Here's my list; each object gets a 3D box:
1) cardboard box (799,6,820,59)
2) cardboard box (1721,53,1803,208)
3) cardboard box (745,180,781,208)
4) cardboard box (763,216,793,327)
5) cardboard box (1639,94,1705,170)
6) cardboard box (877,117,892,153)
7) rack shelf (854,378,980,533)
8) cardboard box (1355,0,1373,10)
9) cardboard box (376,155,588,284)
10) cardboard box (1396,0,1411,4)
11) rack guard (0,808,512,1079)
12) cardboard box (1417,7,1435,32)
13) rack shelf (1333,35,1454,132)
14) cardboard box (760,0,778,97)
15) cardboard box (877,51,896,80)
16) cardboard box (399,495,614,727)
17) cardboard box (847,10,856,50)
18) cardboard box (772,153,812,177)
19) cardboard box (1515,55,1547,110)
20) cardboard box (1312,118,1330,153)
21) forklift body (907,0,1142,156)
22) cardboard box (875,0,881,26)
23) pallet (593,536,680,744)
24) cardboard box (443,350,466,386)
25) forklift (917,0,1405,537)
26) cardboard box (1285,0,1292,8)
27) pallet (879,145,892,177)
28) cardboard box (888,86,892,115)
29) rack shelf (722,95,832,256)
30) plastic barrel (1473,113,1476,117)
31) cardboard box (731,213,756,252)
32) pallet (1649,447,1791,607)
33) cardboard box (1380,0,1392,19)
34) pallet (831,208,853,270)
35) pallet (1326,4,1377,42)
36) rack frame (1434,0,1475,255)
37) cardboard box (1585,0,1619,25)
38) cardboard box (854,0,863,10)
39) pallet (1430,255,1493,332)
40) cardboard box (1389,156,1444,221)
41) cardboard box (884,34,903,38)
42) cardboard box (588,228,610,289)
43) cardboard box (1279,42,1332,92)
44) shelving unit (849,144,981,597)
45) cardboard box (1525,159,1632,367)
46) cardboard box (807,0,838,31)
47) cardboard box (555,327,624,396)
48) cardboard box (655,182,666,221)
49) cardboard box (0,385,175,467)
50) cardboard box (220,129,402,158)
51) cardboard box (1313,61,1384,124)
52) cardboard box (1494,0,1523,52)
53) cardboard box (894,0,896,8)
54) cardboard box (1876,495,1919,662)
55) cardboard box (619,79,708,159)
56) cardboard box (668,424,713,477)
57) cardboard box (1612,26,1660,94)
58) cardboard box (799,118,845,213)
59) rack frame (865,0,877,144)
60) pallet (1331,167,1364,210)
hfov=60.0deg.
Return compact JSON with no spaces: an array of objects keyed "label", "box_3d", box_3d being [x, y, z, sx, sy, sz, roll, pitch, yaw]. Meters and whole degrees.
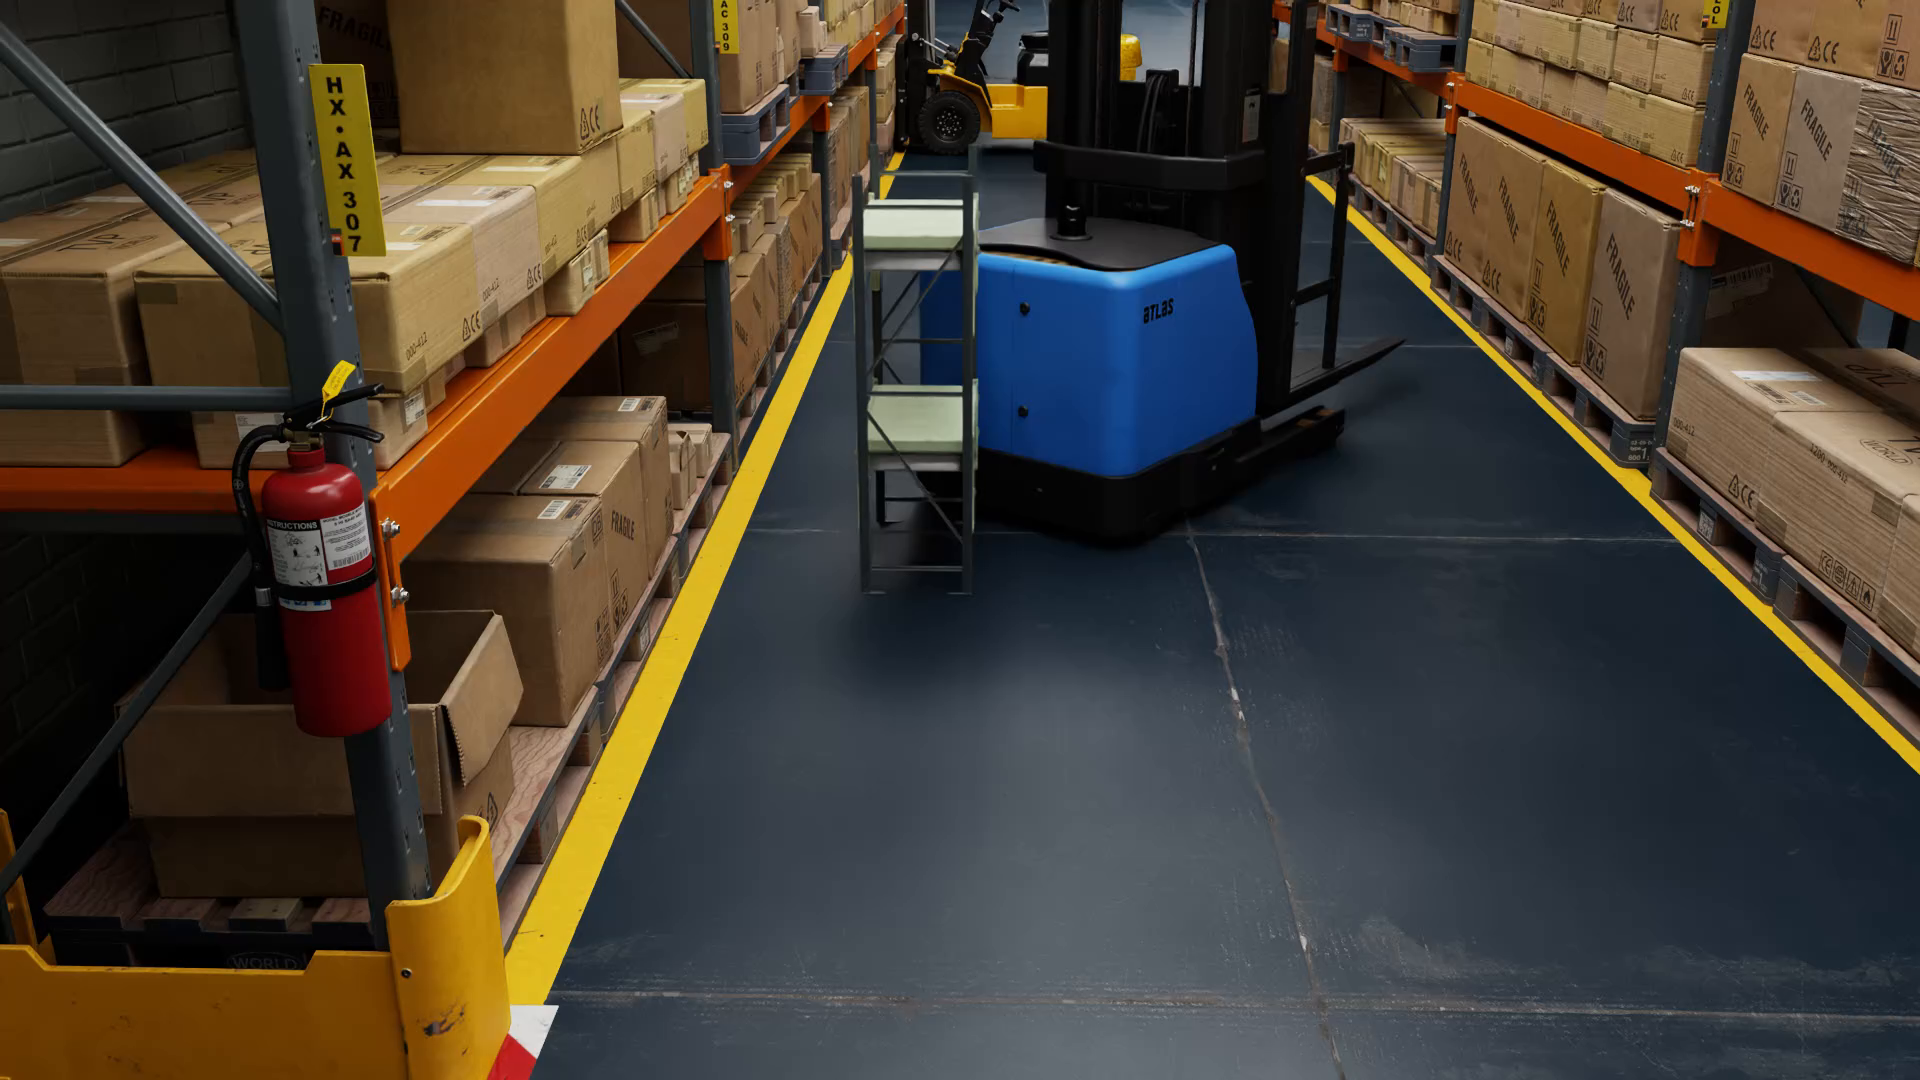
[{"label":"cardboard box","box_3d":[-1.063,-2.885,9.445,0.500,0.250,0.500,0,21,-1]},{"label":"cardboard box","box_3d":[3.210,-1.525,6.174,0.500,0.500,0.500,1,21,3]},{"label":"cardboard box","box_3d":[-1.206,-1.917,9.301,0.380,0.149,0.250,0,21,1]},{"label":"cardboard box","box_3d":[-1.188,-1.461,9.024,0.500,0.500,0.500,0,21,0]},{"label":"cardboard box","box_3d":[3.247,-1.740,7.074,0.500,0.250,0.500,0,21,0]},{"label":"cardboard box","box_3d":[-0.887,-3.676,15.076,0.500,0.250,0.500,1,21,2]},{"label":"rack shelf","box_3d":[-0.146,-0.329,6.204,0.431,0.370,0.720,1,21,1]},{"label":"cardboard box","box_3d":[3.380,-4.330,13.307,0.380,0.149,0.250,1,21,3]},{"label":"cardboard box","box_3d":[-1.287,-0.847,4.362,0.500,0.250,0.500,0,21,1]},{"label":"cardboard box","box_3d":[3.362,-4.009,11.585,0.500,0.500,0.500,-1,21,-2]},{"label":"rack guard","box_3d":[-1.595,0.886,3.554,1.175,0.500,0.348,1,21,2]},{"label":"cardboard box","box_3d":[3.281,-3.480,11.118,0.380,0.149,0.250,0,21,1]},{"label":"rack shelf","box_3d":[3.668,-3.479,12.343,1.077,0.370,4.000,1,21,2]},{"label":"cardboard box","box_3d":[-1.222,-2.300,7.592,0.700,0.500,0.500,1,21,2]},{"label":"cardboard box","box_3d":[-0.875,-4.507,15.836,0.500,0.250,0.500,1,21,3]},{"label":"cardboard box","box_3d":[-1.419,0.189,4.770,0.700,0.500,0.500,1,21,4]},{"label":"cardboard box","box_3d":[-1.050,-3.788,12.352,0.500,0.250,0.500,1,21,3]},{"label":"cardboard box","box_3d":[-1.116,-2.296,10.278,0.380,0.149,0.250,0,21,-1]},{"label":"cardboard box","box_3d":[3.321,-2.472,8.959,0.500,0.250,0.500,1,21,3]},{"label":"cardboard box","box_3d":[3.478,-3.668,15.056,0.500,0.250,0.500,2,21,4]},{"label":"forklift body","box_3d":[0.655,-4.936,16.276,2.313,2.155,1.214,1,21,2]},{"label":"cardboard box","box_3d":[-0.958,-4.795,14.602,0.500,0.500,0.500,0,21,0]},{"label":"pallet","box_3d":[-1.532,0.293,5.484,1.003,0.211,1.213,1,21,2]},{"label":"cardboard box","box_3d":[-1.379,-0.438,3.860,0.380,0.149,0.250,0,21,1]},{"label":"forklift","box_3d":[1.118,-1.844,7.229,1.130,2.935,3.031,16,26,35]},{"label":"cardboard box","box_3d":[3.497,-5.468,16.823,0.380,0.149,0.250,1,21,2]},{"label":"pallet","box_3d":[-1.167,-3.578,15.458,1.003,0.211,1.213,1,21,2]},{"label":"cardboard box","box_3d":[-0.896,-4.091,15.456,0.500,0.250,0.500,1,21,1]},{"label":"rack shelf","box_3d":[-1.415,-2.086,8.753,1.077,0.370,4.000,1,21,2]},{"label":"plastic barrel","box_3d":[5.301,-4.019,16.302,0.512,0.421,0.421,18,27,38]},{"label":"cardboard box","box_3d":[-1.232,-1.541,8.332,0.380,0.149,0.250,1,21,1]},{"label":"pallet","box_3d":[3.384,-0.071,6.420,1.003,0.211,1.213,1,21,2]},{"label":"cardboard box","box_3d":[3.329,-3.949,12.326,0.380,0.149,0.250,1,21,4]},{"label":"pallet","box_3d":[-1.290,-2.142,11.757,1.003,0.211,1.213,1,21,2]},{"label":"pallet","box_3d":[3.560,-4.173,13.403,1.003,0.211,1.213,1,21,2]},{"label":"rack frame","box_3d":[3.607,-3.091,10.349,1.000,3.000,0.127,1,21,2]},{"label":"cardboard box","box_3d":[3.292,-2.692,7.800,0.500,0.500,0.500,1,21,3]},{"label":"cardboard box","box_3d":[-1.022,-4.203,12.730,0.500,0.250,0.500,1,21,3]},{"label":"pallet","box_3d":[3.508,-1.507,10.121,1.003,0.211,1.213,1,21,2]},{"label":"cardboard box","box_3d":[3.649,-2.533,11.962,0.950,0.372,0.625,0,21,1]},{"label":"cardboard box","box_3d":[-0.813,-5.247,17.744,0.500,0.250,0.500,1,21,3]},{"label":"cardboard box","box_3d":[-1.237,-0.811,4.820,0.380,0.149,0.250,1,21,3]},{"label":"cardboard box","box_3d":[3.538,-4.761,16.836,0.500,0.500,0.500,0,21,0]},{"label":"shelving unit","box_3d":[-0.146,-0.633,6.086,0.431,1.500,0.755,1,21,1]},{"label":"cardboard box","box_3d":[3.444,-1.402,8.352,0.875,0.875,0.875,1,21,3]},{"label":"cardboard box","box_3d":[-1.072,-3.465,10.829,0.500,0.250,0.500,1,21,2]},{"label":"cardboard box","box_3d":[-1.757,-0.909,7.601,0.500,0.500,0.500,1,21,1]},{"label":"cardboard box","box_3d":[-1.238,-1.180,5.770,0.380,0.149,0.250,1,21,3]},{"label":"cardboard box","box_3d":[-1.856,-0.258,3.393,0.380,0.149,0.250,0,21,1]},{"label":"cardboard box","box_3d":[-1.796,-1.044,4.870,0.500,0.250,0.500,1,21,2]},{"label":"cardboard box","box_3d":[3.479,-4.018,14.921,0.500,0.500,0.500,0,21,1]},{"label":"cardboard box","box_3d":[3.328,-2.887,9.339,0.500,0.250,0.500,1,21,3]},{"label":"cardboard box","box_3d":[-0.904,-5.530,16.496,0.500,0.500,0.500,0,21,1]},{"label":"cardboard box","box_3d":[3.303,0.229,4.753,0.875,0.438,0.875,1,21,3]},{"label":"cardboard box","box_3d":[-1.248,-1.580,6.251,0.500,0.250,0.500,1,21,3]},{"label":"cardboard box","box_3d":[-1.199,-0.360,6.671,0.380,0.149,0.250,0,21,0]},{"label":"cardboard box","box_3d":[3.264,-2.151,7.442,0.500,0.250,0.500,1,21,3]},{"label":"cardboard box","box_3d":[-1.310,-2.695,12.030,0.875,0.625,0.625,1,21,3]},{"label":"rack frame","box_3d":[-1.233,-4.591,14.214,1.000,3.000,0.127,1,21,2]},{"label":"pallet","box_3d":[3.707,-2.956,13.855,1.003,0.211,1.213,1,21,2]}]
